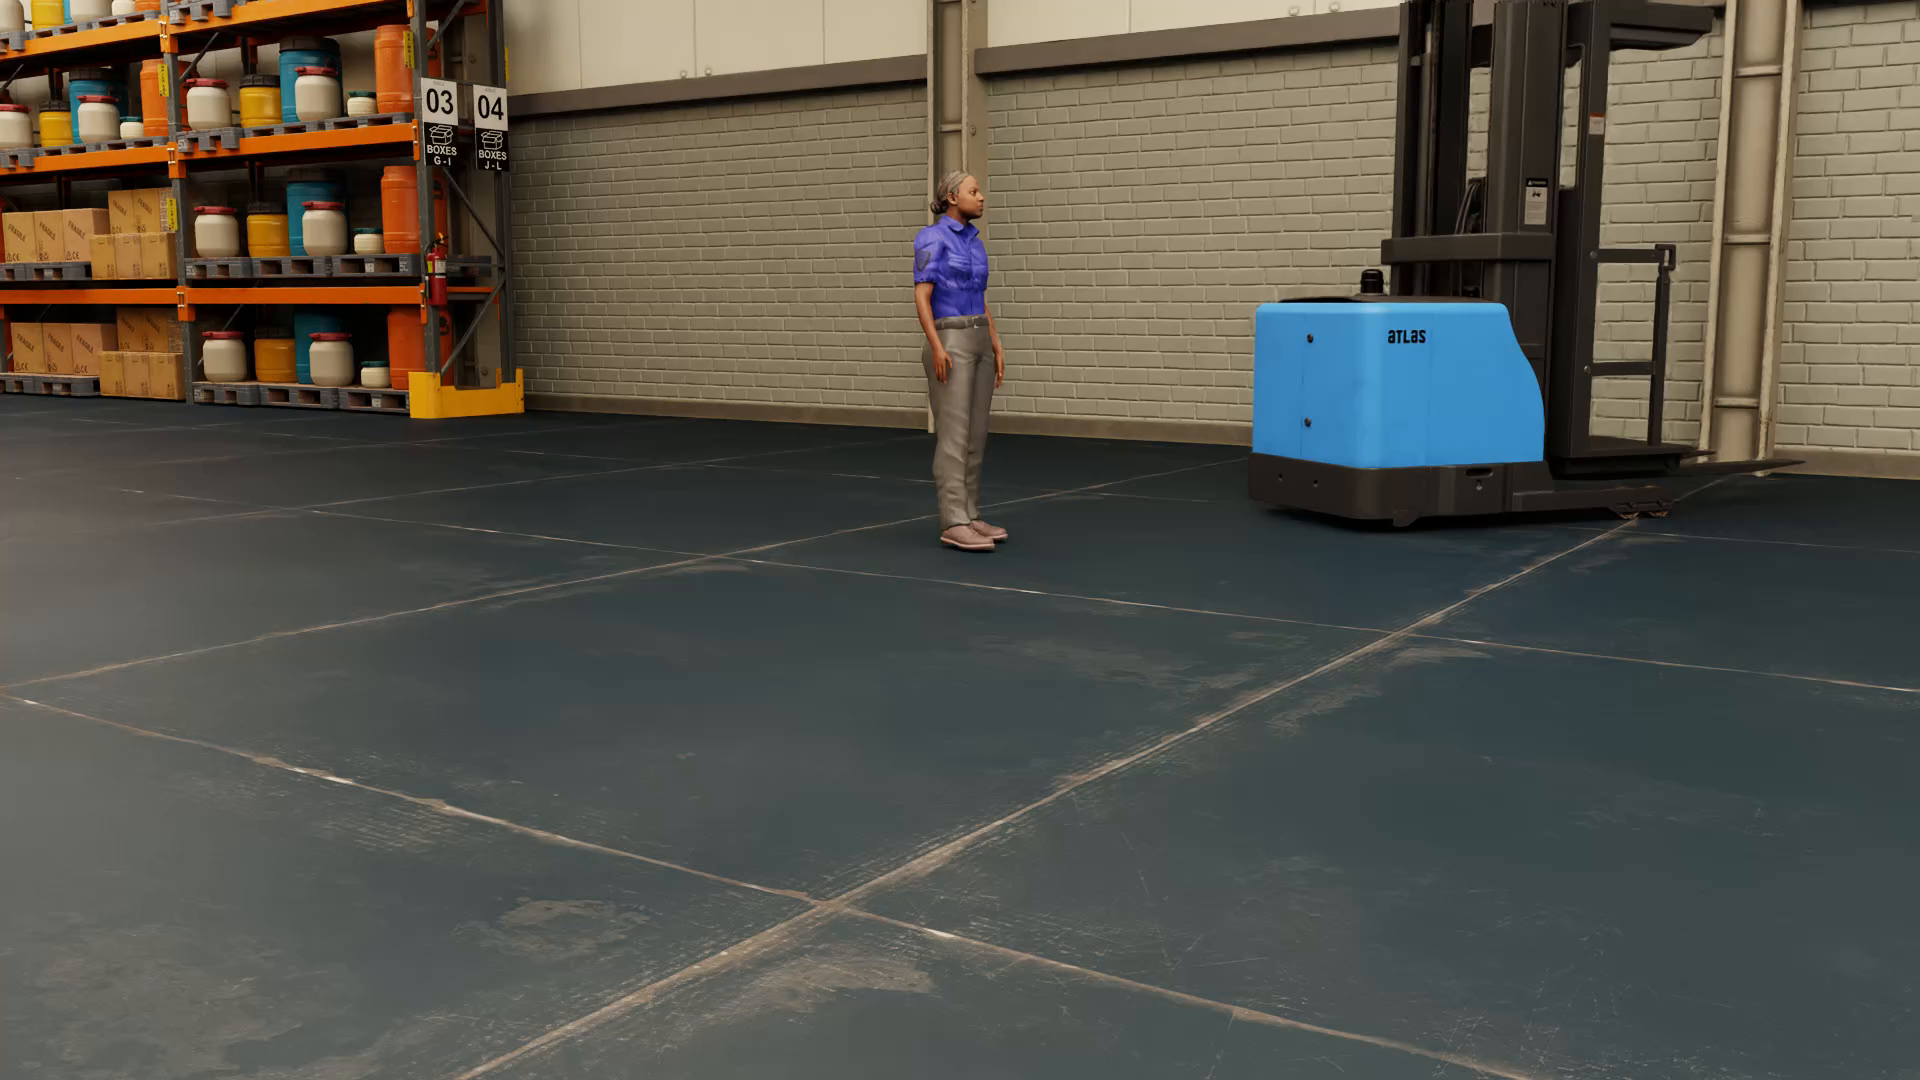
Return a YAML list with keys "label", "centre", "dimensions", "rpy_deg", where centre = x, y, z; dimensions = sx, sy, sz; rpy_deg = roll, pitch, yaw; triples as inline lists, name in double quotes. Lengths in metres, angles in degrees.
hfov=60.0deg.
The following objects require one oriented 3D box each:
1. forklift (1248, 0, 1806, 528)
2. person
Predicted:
- label: "forklift"
  centre: [3.062, -1.618, 8.572]
  dimensions: [3.031, 2.935, 1.130]
  rpy_deg: [-3, 9, -22]
- label: "person"
  centre: [0.061, -0.817, 7.421]
  dimensions: [0.504, 1.655, 0.569]
  rpy_deg: [5, 10, 34]
